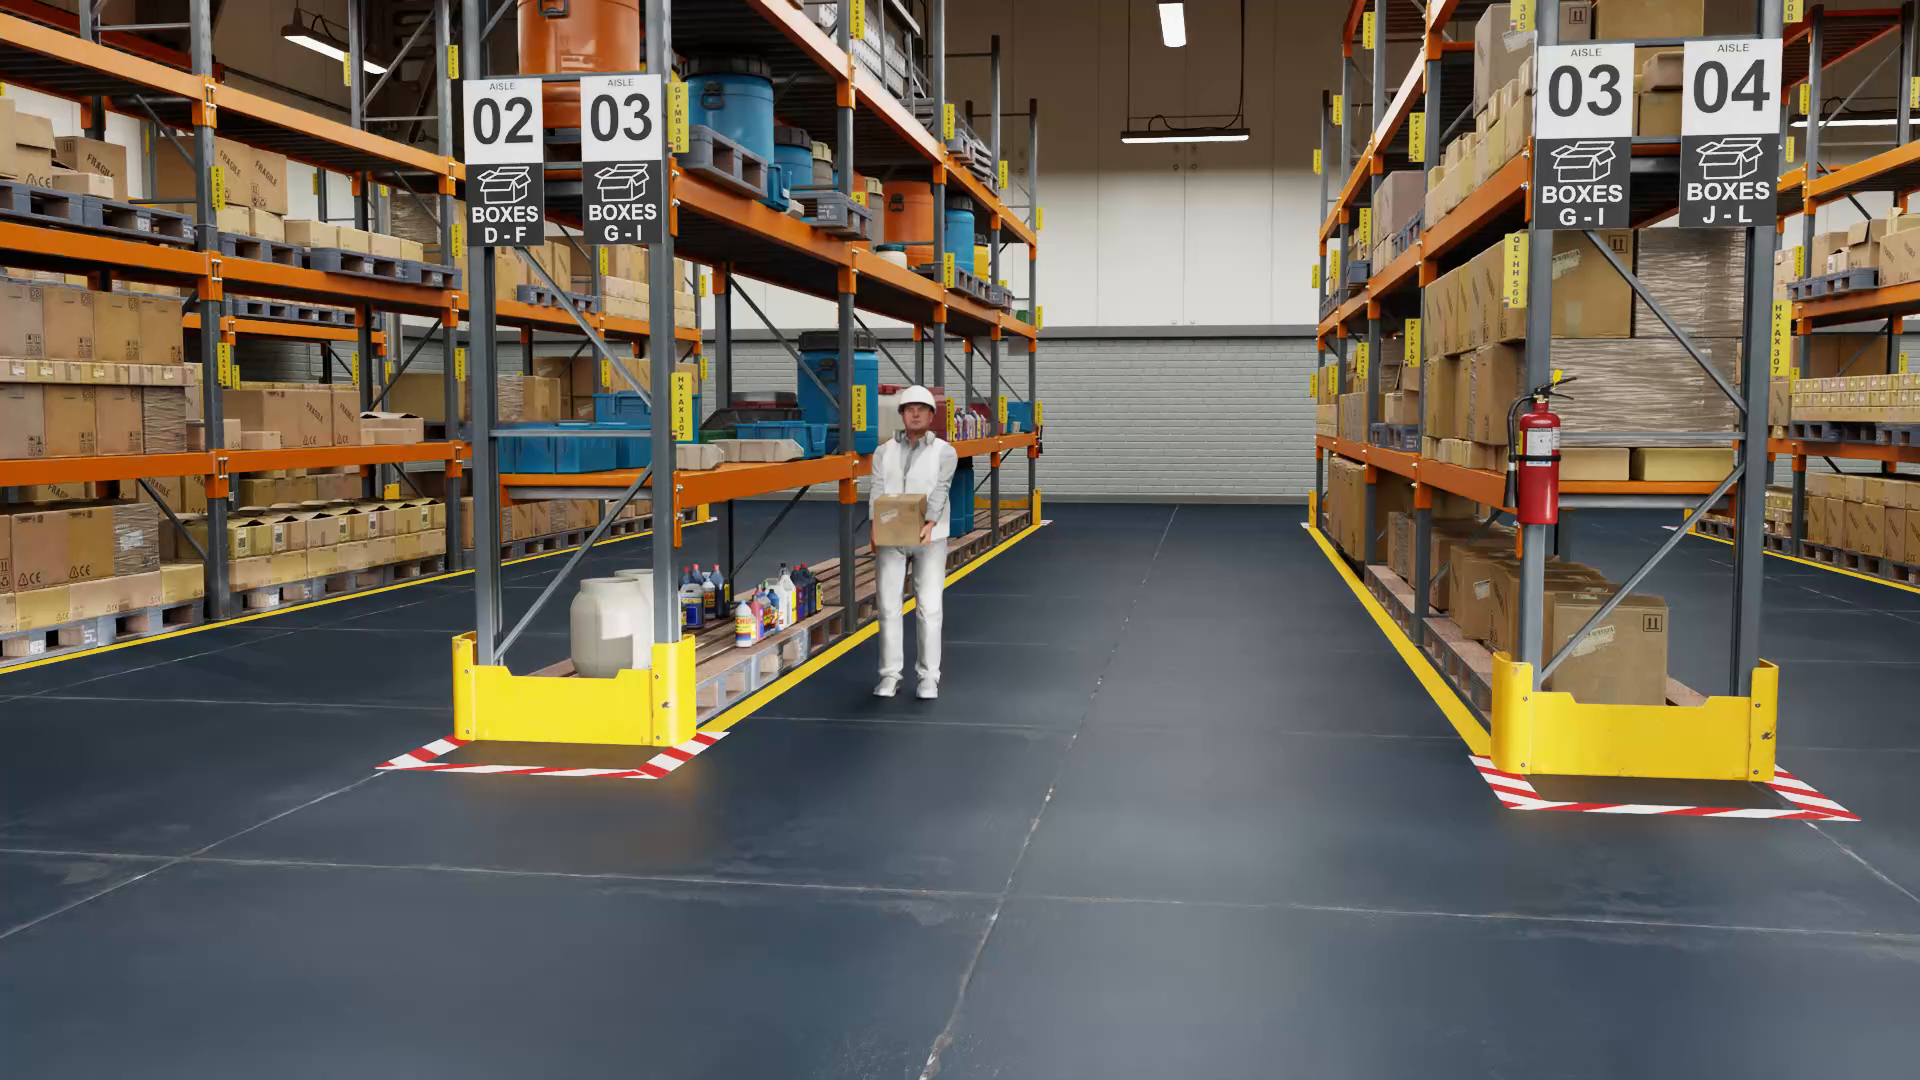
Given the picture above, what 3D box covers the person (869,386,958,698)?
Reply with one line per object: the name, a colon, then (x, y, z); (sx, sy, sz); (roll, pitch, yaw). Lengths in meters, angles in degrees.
person: (-0.277, 0.009, 9.397); (0.494, 1.762, 0.559); (1, 4, 10)
